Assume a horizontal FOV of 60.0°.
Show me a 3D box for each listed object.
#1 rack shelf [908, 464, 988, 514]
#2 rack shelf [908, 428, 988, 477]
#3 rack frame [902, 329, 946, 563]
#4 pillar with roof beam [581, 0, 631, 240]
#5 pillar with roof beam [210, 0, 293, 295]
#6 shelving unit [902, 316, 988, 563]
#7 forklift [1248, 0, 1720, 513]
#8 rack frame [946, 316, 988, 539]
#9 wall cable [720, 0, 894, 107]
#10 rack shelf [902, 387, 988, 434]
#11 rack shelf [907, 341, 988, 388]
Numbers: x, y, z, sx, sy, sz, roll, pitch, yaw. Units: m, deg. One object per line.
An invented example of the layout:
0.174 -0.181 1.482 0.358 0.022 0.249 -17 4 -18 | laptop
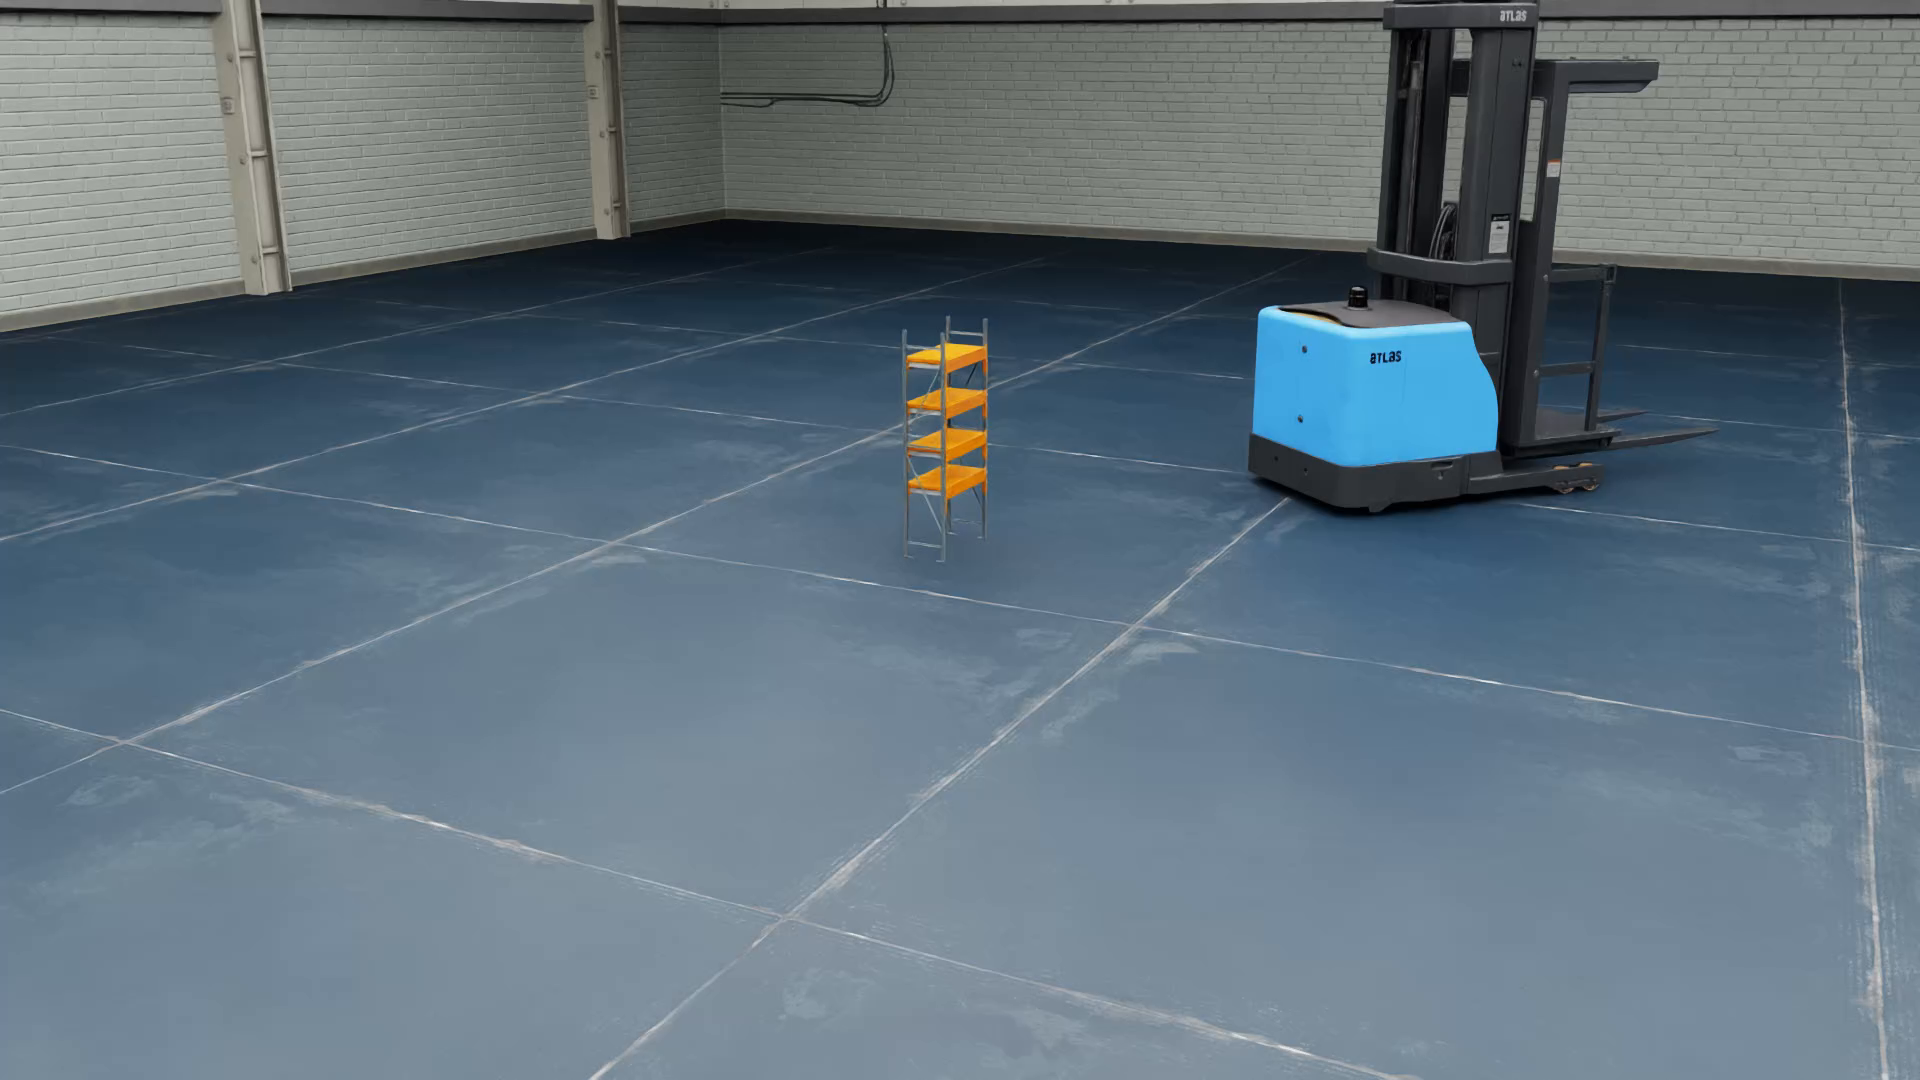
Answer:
-0.074 -0.278 8.787 0.258 0.148 0.480 8 18 25 | rack shelf
-0.074 -0.469 8.731 0.258 0.148 0.480 8 18 25 | rack shelf
-0.183 -0.471 8.502 0.240 1.200 0.015 8 18 25 | rack frame
-0.999 -7.993 20.131 9.100 9.000 0.400 8 18 25 | pillar with roof beam
-3.680 -6.465 14.985 9.100 9.000 0.400 8 18 25 | pillar with roof beam
-0.074 -0.533 8.712 0.258 1.200 0.503 8 18 25 | shelving unit
3.335 -1.814 9.983 3.031 2.935 1.130 -7 18 -22 | forklift
0.035 -0.595 8.921 0.240 1.200 0.015 8 18 25 | rack frame
-2.351 -7.634 24.377 3.097 2.526 0.112 8 18 25 | wall cable
-0.074 -0.683 8.667 0.258 0.148 0.480 8 18 25 | rack shelf
-0.074 -0.910 8.600 0.258 0.148 0.480 8 18 25 | rack shelf
